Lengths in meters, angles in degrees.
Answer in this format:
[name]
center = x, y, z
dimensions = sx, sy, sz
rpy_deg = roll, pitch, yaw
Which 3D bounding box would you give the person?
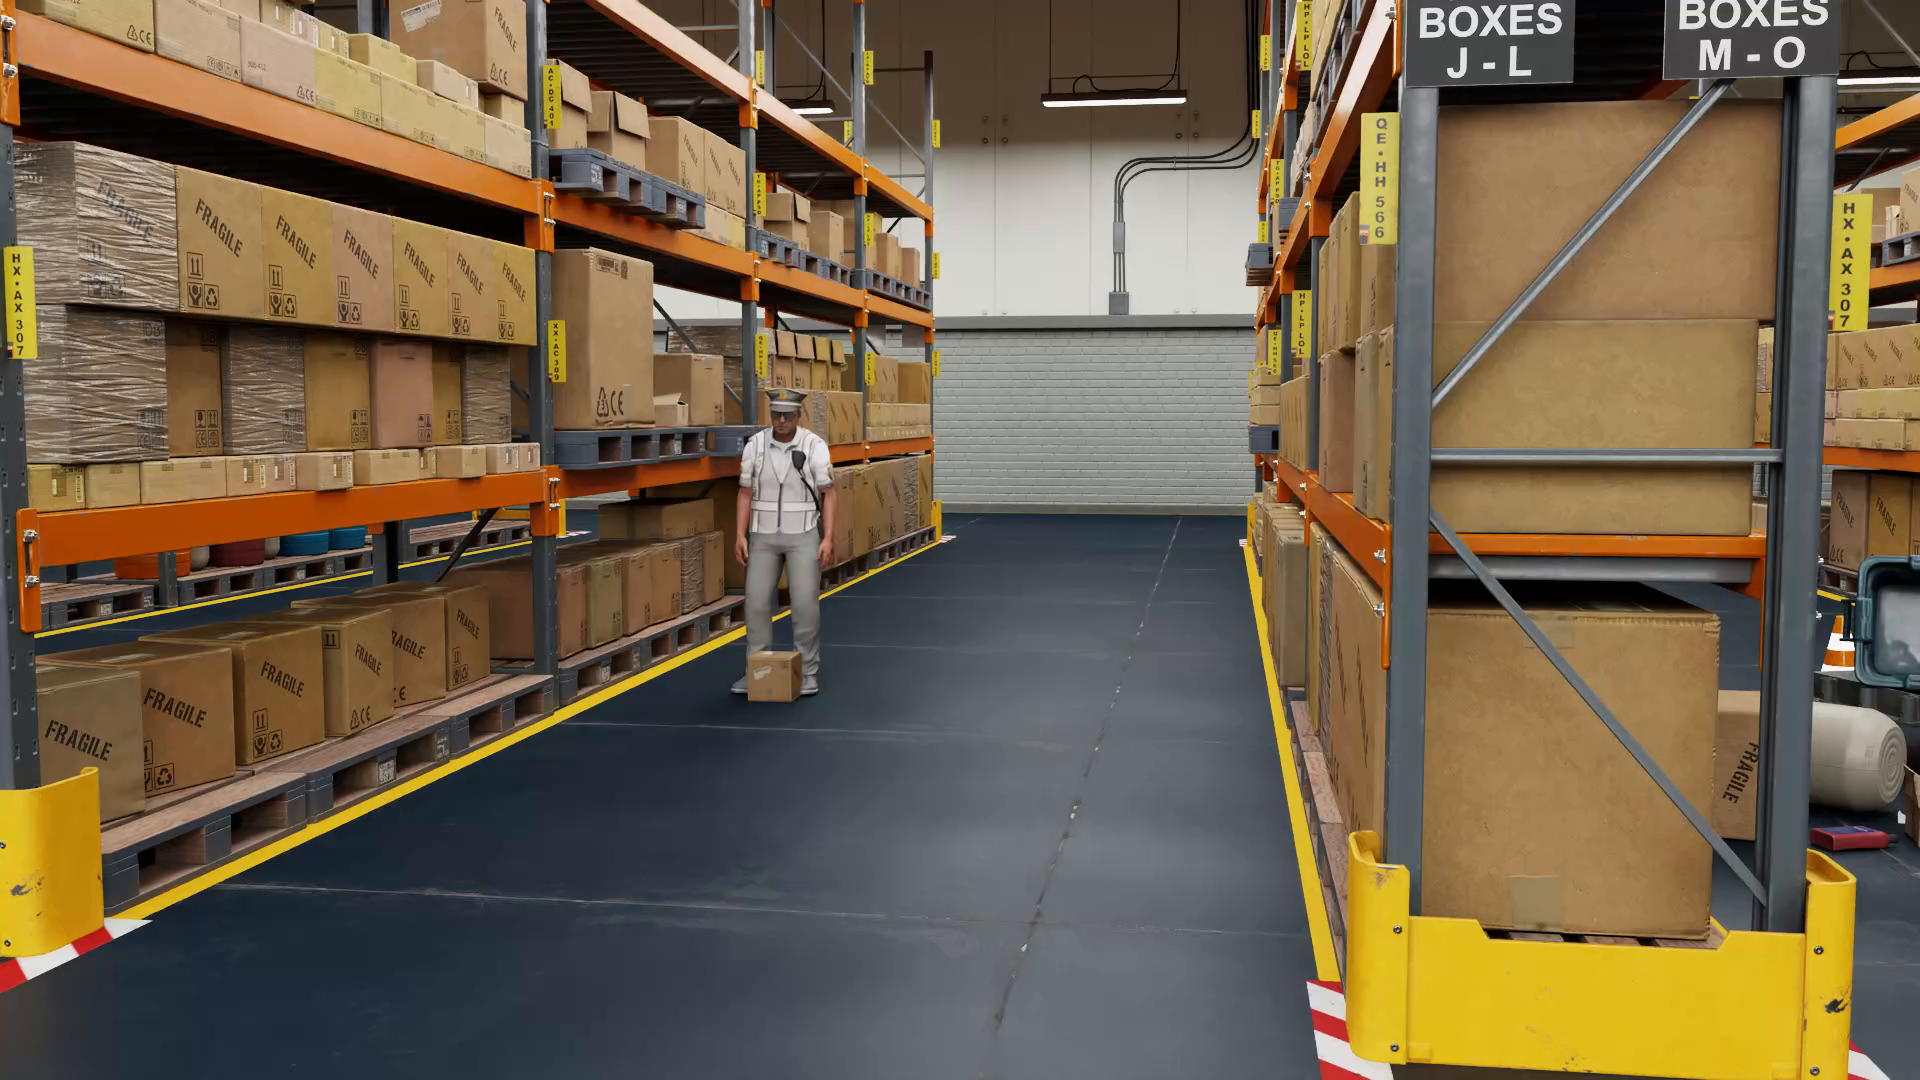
[person]
center = -1.003, -0.001, 9.583
dimensions = 0.604, 1.751, 0.437
rpy_deg = 0, 4, 6
